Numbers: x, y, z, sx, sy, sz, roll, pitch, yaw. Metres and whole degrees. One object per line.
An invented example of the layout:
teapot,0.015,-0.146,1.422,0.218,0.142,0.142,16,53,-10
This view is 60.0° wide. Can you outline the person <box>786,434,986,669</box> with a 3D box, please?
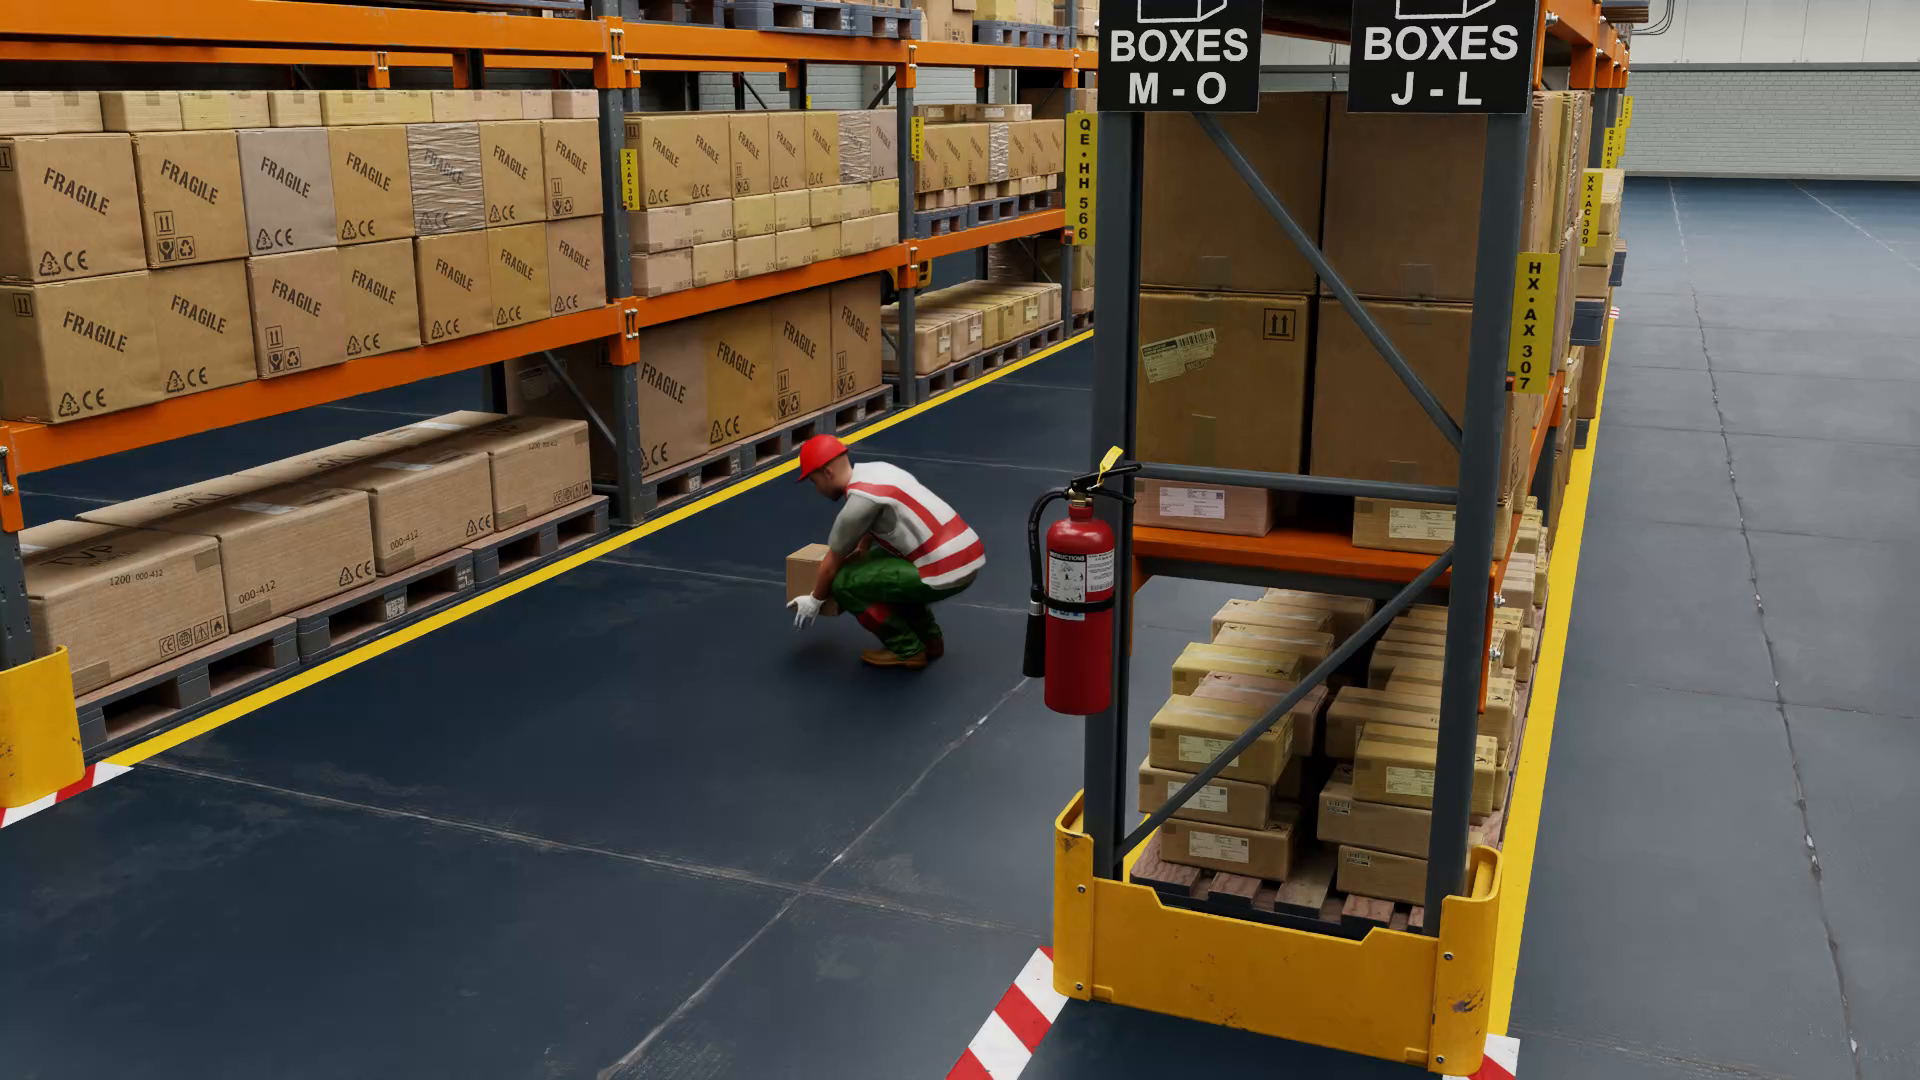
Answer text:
person,-0.326,0.042,7.318,0.852,1.012,0.548,6,16,20
